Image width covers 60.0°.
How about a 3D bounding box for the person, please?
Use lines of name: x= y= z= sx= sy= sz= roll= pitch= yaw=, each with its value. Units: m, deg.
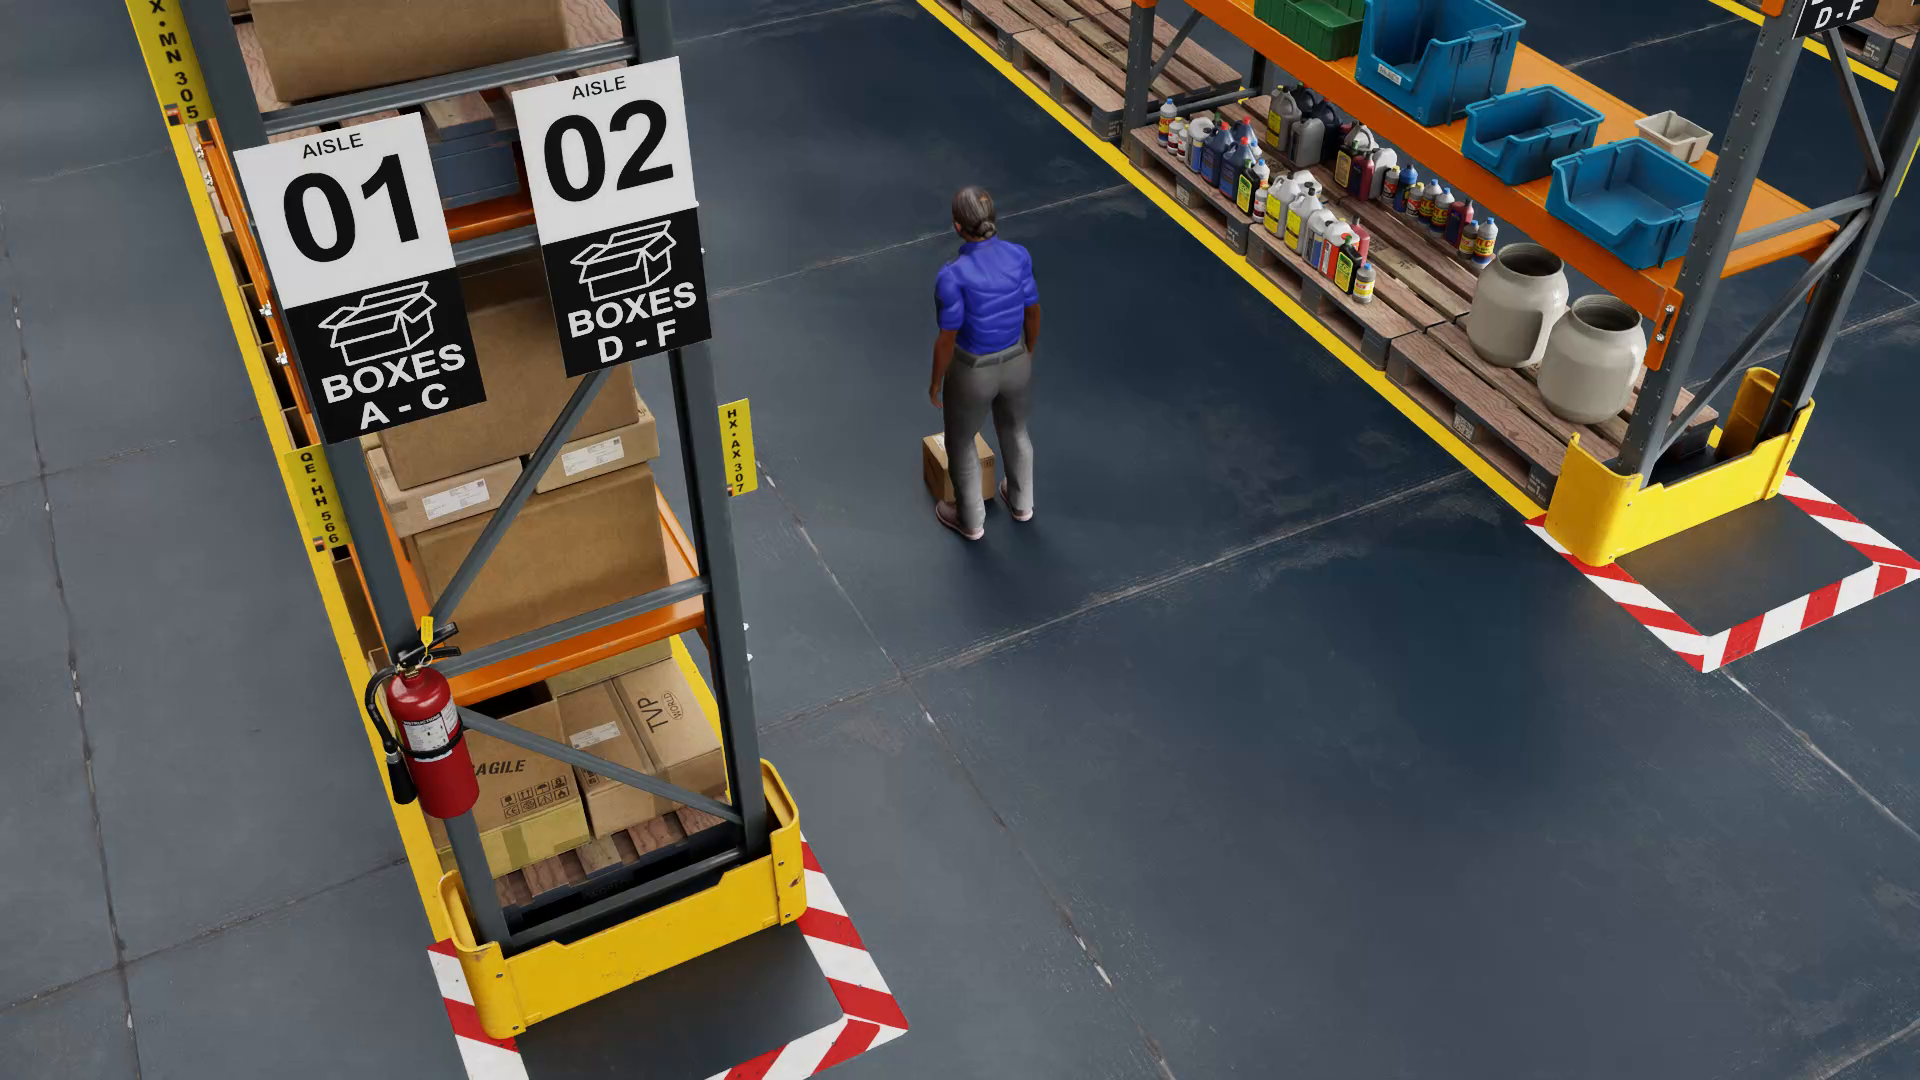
person: x=0.107 y=-0.722 z=6.978 sx=0.517 sy=1.654 sz=0.353 roll=-20 pitch=45 yaw=-21
